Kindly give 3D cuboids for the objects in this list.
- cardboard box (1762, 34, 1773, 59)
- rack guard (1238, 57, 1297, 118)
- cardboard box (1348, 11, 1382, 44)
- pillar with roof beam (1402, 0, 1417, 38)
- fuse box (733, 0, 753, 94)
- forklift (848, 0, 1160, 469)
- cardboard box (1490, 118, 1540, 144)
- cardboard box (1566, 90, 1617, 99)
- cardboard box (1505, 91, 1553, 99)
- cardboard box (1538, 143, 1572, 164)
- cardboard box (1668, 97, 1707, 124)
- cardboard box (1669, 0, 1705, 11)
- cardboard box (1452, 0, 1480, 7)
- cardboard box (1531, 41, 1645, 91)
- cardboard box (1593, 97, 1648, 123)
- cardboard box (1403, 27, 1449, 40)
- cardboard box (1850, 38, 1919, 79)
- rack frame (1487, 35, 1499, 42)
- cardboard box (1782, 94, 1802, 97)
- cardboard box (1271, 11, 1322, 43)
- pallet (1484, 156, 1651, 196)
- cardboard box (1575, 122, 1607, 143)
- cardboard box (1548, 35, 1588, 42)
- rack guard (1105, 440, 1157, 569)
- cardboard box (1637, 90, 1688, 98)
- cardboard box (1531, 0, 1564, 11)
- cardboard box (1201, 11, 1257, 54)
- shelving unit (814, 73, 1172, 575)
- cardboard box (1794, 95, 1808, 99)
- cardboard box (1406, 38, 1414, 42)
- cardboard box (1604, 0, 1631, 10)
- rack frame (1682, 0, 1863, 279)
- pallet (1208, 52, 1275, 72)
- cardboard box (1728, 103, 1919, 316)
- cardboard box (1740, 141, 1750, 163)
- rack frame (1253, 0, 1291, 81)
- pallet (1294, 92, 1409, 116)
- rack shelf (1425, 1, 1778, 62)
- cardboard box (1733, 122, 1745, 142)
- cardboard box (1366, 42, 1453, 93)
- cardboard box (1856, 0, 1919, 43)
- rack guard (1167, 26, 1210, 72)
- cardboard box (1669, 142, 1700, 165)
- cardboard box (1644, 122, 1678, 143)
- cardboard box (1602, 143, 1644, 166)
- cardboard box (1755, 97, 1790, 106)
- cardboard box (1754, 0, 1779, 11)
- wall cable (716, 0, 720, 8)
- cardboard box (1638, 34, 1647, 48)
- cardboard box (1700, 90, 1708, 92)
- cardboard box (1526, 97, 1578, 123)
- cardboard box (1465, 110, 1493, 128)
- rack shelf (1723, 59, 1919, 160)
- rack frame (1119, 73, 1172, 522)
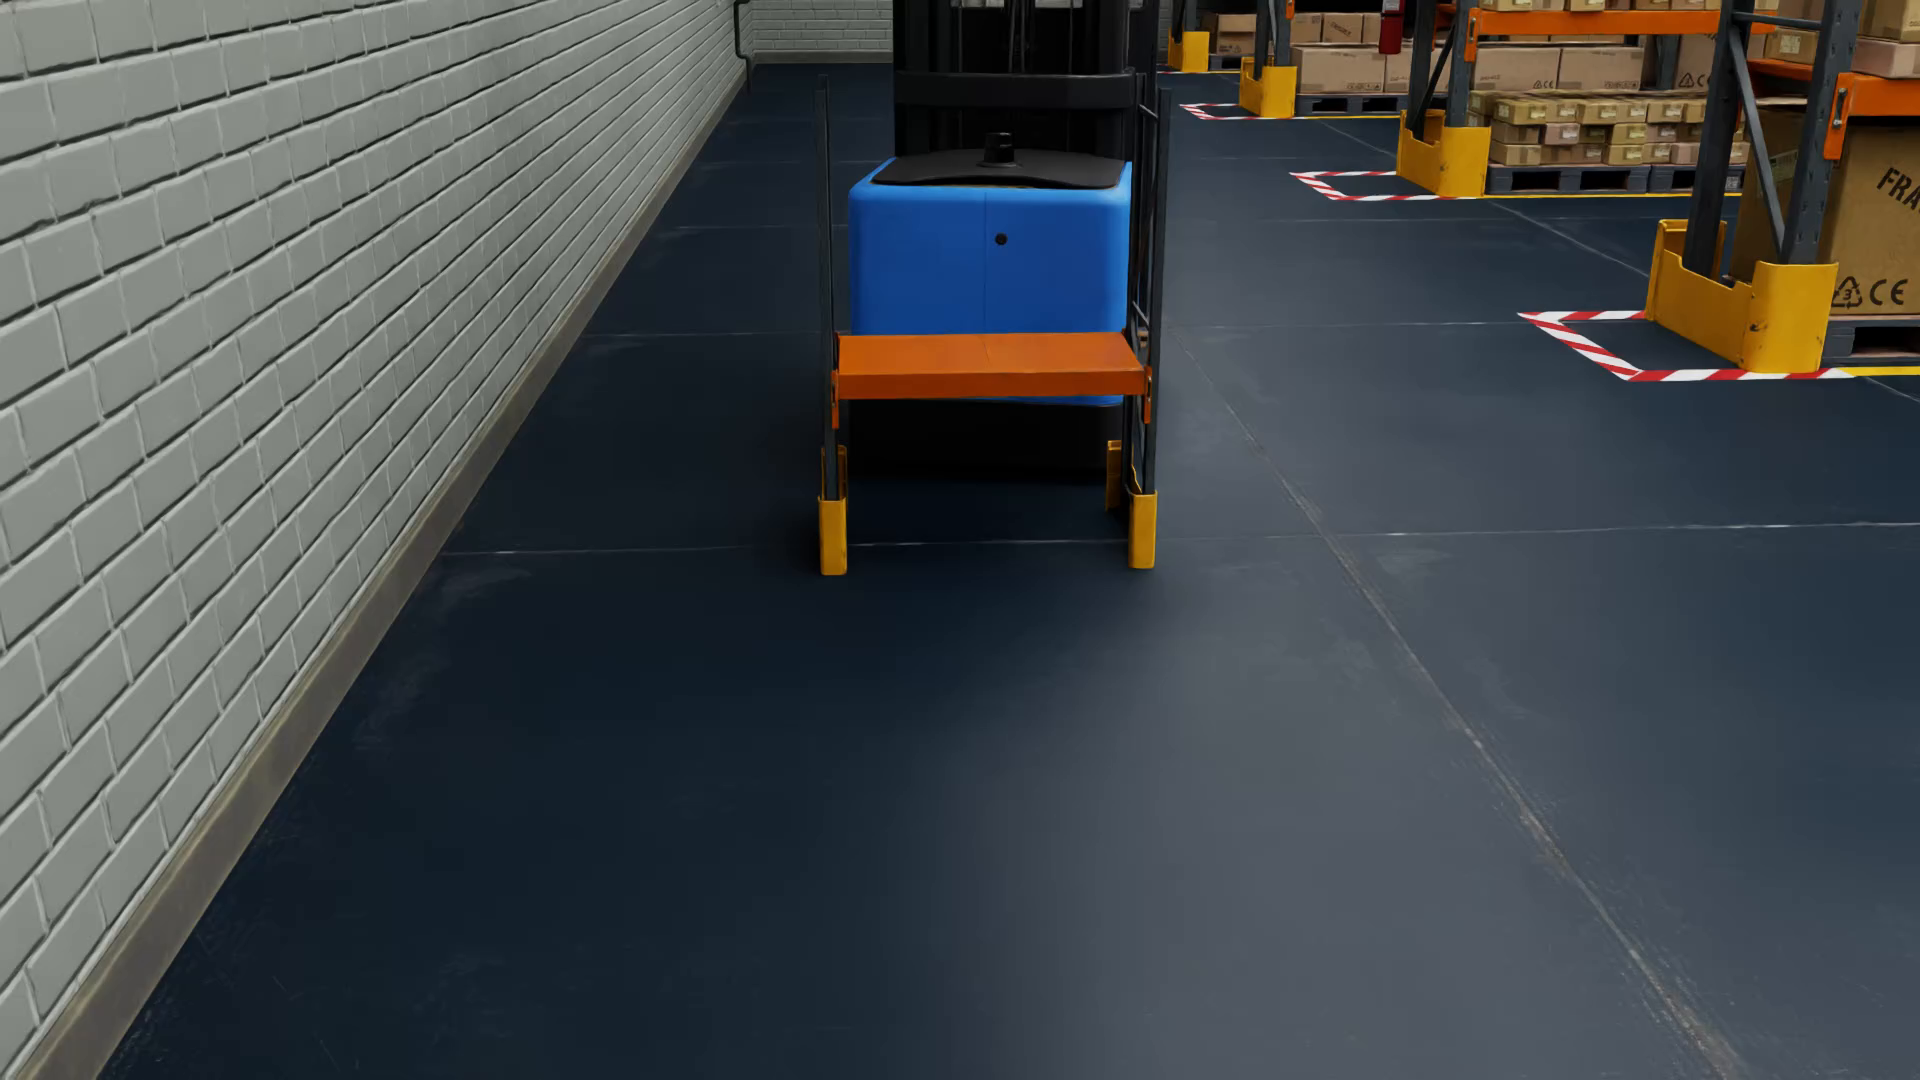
[{"bbox_3d":[8.733,-5.241,17.567,0.875,0.875,0.875,-1,21,-1],"label":"cardboard box"},{"bbox_3d":[3.199,-4.726,17.331,0.348,0.500,1.175,-1,21,-3],"label":"rack guard"},{"bbox_3d":[5.444,-6.689,21.897,0.500,0.500,0.700,-2,21,-5],"label":"cardboard box"},{"bbox_3d":[6.429,-9.319,17.451,0.400,9.000,9.100,-1,21,-3],"label":"pillar with roof beam"},{"bbox_3d":[-2.379,-5.919,18.761,0.414,1.711,0.539,-1,21,-3],"label":"fuse box"},{"bbox_3d":[0.304,-2.118,7.064,1.130,2.935,3.031,3,21,8],"label":"forklift"},{"bbox_3d":[4.145,-3.060,12.442,0.250,0.149,0.380,0,21,-1],"label":"cardboard box"},{"bbox_3d":[4.888,-3.399,12.912,0.250,0.149,0.380,-2,21,-5],"label":"cardboard box"},{"bbox_3d":[4.375,-3.365,12.825,0.250,0.149,0.380,-1,21,-2],"label":"cardboard box"},{"bbox_3d":[4.405,-2.933,12.526,0.250,0.149,0.380,-1,21,-3],"label":"cardboard box"},{"bbox_3d":[5.462,-3.204,12.400,0.250,0.149,0.380,-1,21,-2],"label":"cardboard box"},{"bbox_3d":[5.243,-3.963,12.167,0.250,0.149,0.380,-2,21,-4],"label":"cardboard box"},{"bbox_3d":[3.916,-4.128,12.600,0.250,0.149,0.380,-1,21,-3],"label":"cardboard box"},{"bbox_3d":[6.584,-5.000,17.548,0.875,0.438,0.875,-1,21,-4],"label":"cardboard box"},{"bbox_3d":[4.919,-3.212,12.423,0.250,0.149,0.380,-2,21,-6],"label":"cardboard box"},{"bbox_3d":[6.257,-6.749,22.320,0.500,0.311,0.500,0,21,-1],"label":"cardboard box"},{"bbox_3d":[4.162,-2.147,7.396,0.250,0.149,0.380,-1,21,-2],"label":"cardboard box"},{"bbox_3d":[6.930,-7.739,21.732,0.127,3.000,1.000,-1,21,-3],"label":"rack frame"},{"bbox_3d":[6.457,-3.407,12.935,0.250,0.149,0.380,-2,21,-4],"label":"cardboard box"},{"bbox_3d":[4.408,-6.668,21.842,0.500,0.500,0.700,0,21,-1],"label":"cardboard box"},{"bbox_3d":[4.496,-2.840,12.784,1.213,0.211,1.003,-1,21,-3],"label":"pallet"},{"bbox_3d":[4.660,-3.082,12.499,0.250,0.149,0.380,-1,21,-2],"label":"cardboard box"},{"bbox_3d":[7.957,-6.711,21.955,0.500,0.500,0.500,-1,21,-4],"label":"cardboard box"},{"bbox_3d":[0.573,-0.128,5.607,0.087,0.250,0.587,-1,21,-3],"label":"rack guard"},{"bbox_3d":[5.423,-3.390,12.889,0.250,0.149,0.380,-2,21,-5],"label":"cardboard box"},{"bbox_3d":[4.201,-3.931,12.082,0.250,0.149,0.380,0,21,-1],"label":"cardboard box"},{"bbox_3d":[3.552,-6.666,21.832,0.637,0.503,0.797,-2,21,-5],"label":"cardboard box"},{"bbox_3d":[0.076,-0.702,5.358,1.083,1.500,0.587,-1,21,-3],"label":"shelving unit"},{"bbox_3d":[6.495,-3.257,12.540,0.250,0.149,0.380,0,21,-1],"label":"cardboard box"},{"bbox_3d":[6.034,-6.534,21.820,0.258,0.266,0.396,0,21,-1],"label":"cardboard box"},{"bbox_3d":[4.723,-3.971,12.188,0.250,0.149,0.380,0,21,-1],"label":"cardboard box"},{"bbox_3d":[3.789,-2.374,7.641,0.127,3.000,1.000,-1,21,-3],"label":"rack frame"},{"bbox_3d":[3.808,-6.372,22.062,1.213,0.211,1.003,-1,21,-3],"label":"pallet"},{"bbox_3d":[4.423,-1.619,8.053,0.875,0.875,0.875,-1,21,-3],"label":"cardboard box"},{"bbox_3d":[5.931,-2.952,12.575,0.250,0.149,0.380,-1,21,-2],"label":"cardboard box"},{"bbox_3d":[3.223,-5.894,16.887,0.127,3.000,1.000,-1,21,-3],"label":"rack frame"},{"bbox_3d":[4.017,-4.635,17.499,1.213,0.211,1.003,-1,21,-3],"label":"pallet"},{"bbox_3d":[5.604,-3.842,12.509,4.000,0.370,1.077,-1,21,-3],"label":"rack shelf"},{"bbox_3d":[5.721,-3.110,12.573,0.250,0.149,0.380,0,21,-1],"label":"cardboard box"},{"bbox_3d":[4.790,-4.964,17.453,0.875,0.438,0.875,-1,21,-2],"label":"cardboard box"},{"bbox_3d":[4.284,-2.357,7.388,0.500,0.250,0.500,-2,21,-4],"label":"cardboard box"},{"bbox_3d":[3.012,-6.491,21.967,0.348,0.500,1.175,-1,21,-3],"label":"rack guard"},{"bbox_3d":[5.417,-2.920,12.492,0.250,0.149,0.380,-2,21,-6],"label":"cardboard box"},{"bbox_3d":[5.182,-3.088,12.515,0.250,0.149,0.380,-2,21,-6],"label":"cardboard box"},{"bbox_3d":[4.914,-2.907,12.457,0.250,0.149,0.380,-1,21,-2],"label":"cardboard box"},{"bbox_3d":[5.962,-3.209,12.414,0.250,0.149,0.380,-2,21,-5],"label":"cardboard box"},{"bbox_3d":[5.772,-3.956,12.148,0.250,0.149,0.380,-1,21,-2],"label":"cardboard box"},{"bbox_3d":[-2.405,-6.261,16.378,0.123,1.953,0.585,-1,21,-3],"label":"wall cable"},{"bbox_3d":[8.973,-6.728,21.999,0.500,0.500,0.500,-2,21,-5],"label":"cardboard box"},{"bbox_3d":[5.931,-3.396,12.906,0.250,0.149,0.380,-2,21,-5],"label":"cardboard box"},{"bbox_3d":[4.418,-3.218,12.438,0.250,0.149,0.380,-1,21,-2],"label":"cardboard box"},{"bbox_3d":[4.117,-3.253,12.948,0.250,0.149,0.380,-2,21,-5],"label":"cardboard box"},{"bbox_3d":[5.786,-2.078,7.875,4.000,0.370,1.077,-1,21,-3],"label":"rack shelf"},{"bbox_3d":[0.593,-0.713,5.386,0.032,1.500,0.500,-1,21,-3],"label":"rack frame"}]
